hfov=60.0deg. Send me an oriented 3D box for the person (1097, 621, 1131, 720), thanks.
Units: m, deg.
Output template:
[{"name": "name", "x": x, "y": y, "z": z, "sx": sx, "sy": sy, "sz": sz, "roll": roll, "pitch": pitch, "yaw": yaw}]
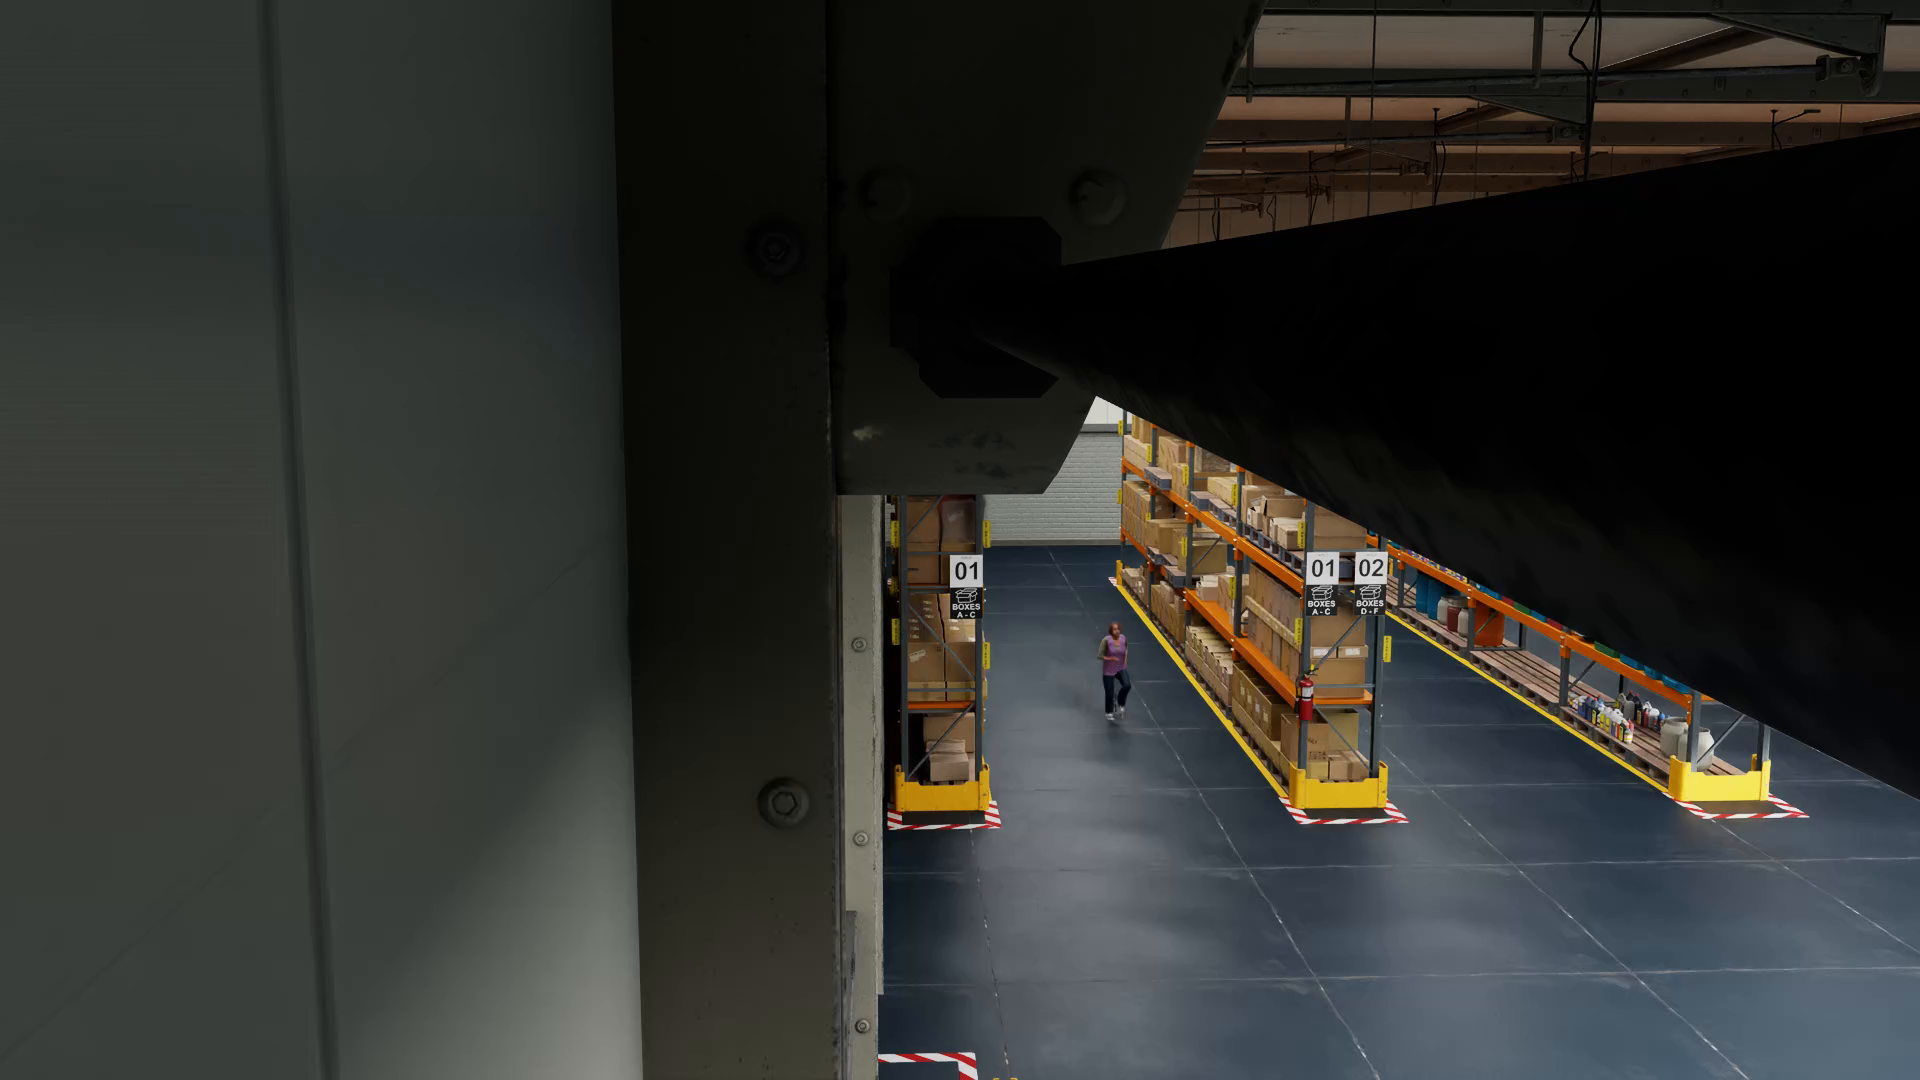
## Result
[{"name": "person", "x": 2.254, "y": 1.942, "z": 24.396, "sx": 0.521, "sy": 1.551, "sz": 0.763, "roll": -1, "pitch": 9, "yaw": -9}]
